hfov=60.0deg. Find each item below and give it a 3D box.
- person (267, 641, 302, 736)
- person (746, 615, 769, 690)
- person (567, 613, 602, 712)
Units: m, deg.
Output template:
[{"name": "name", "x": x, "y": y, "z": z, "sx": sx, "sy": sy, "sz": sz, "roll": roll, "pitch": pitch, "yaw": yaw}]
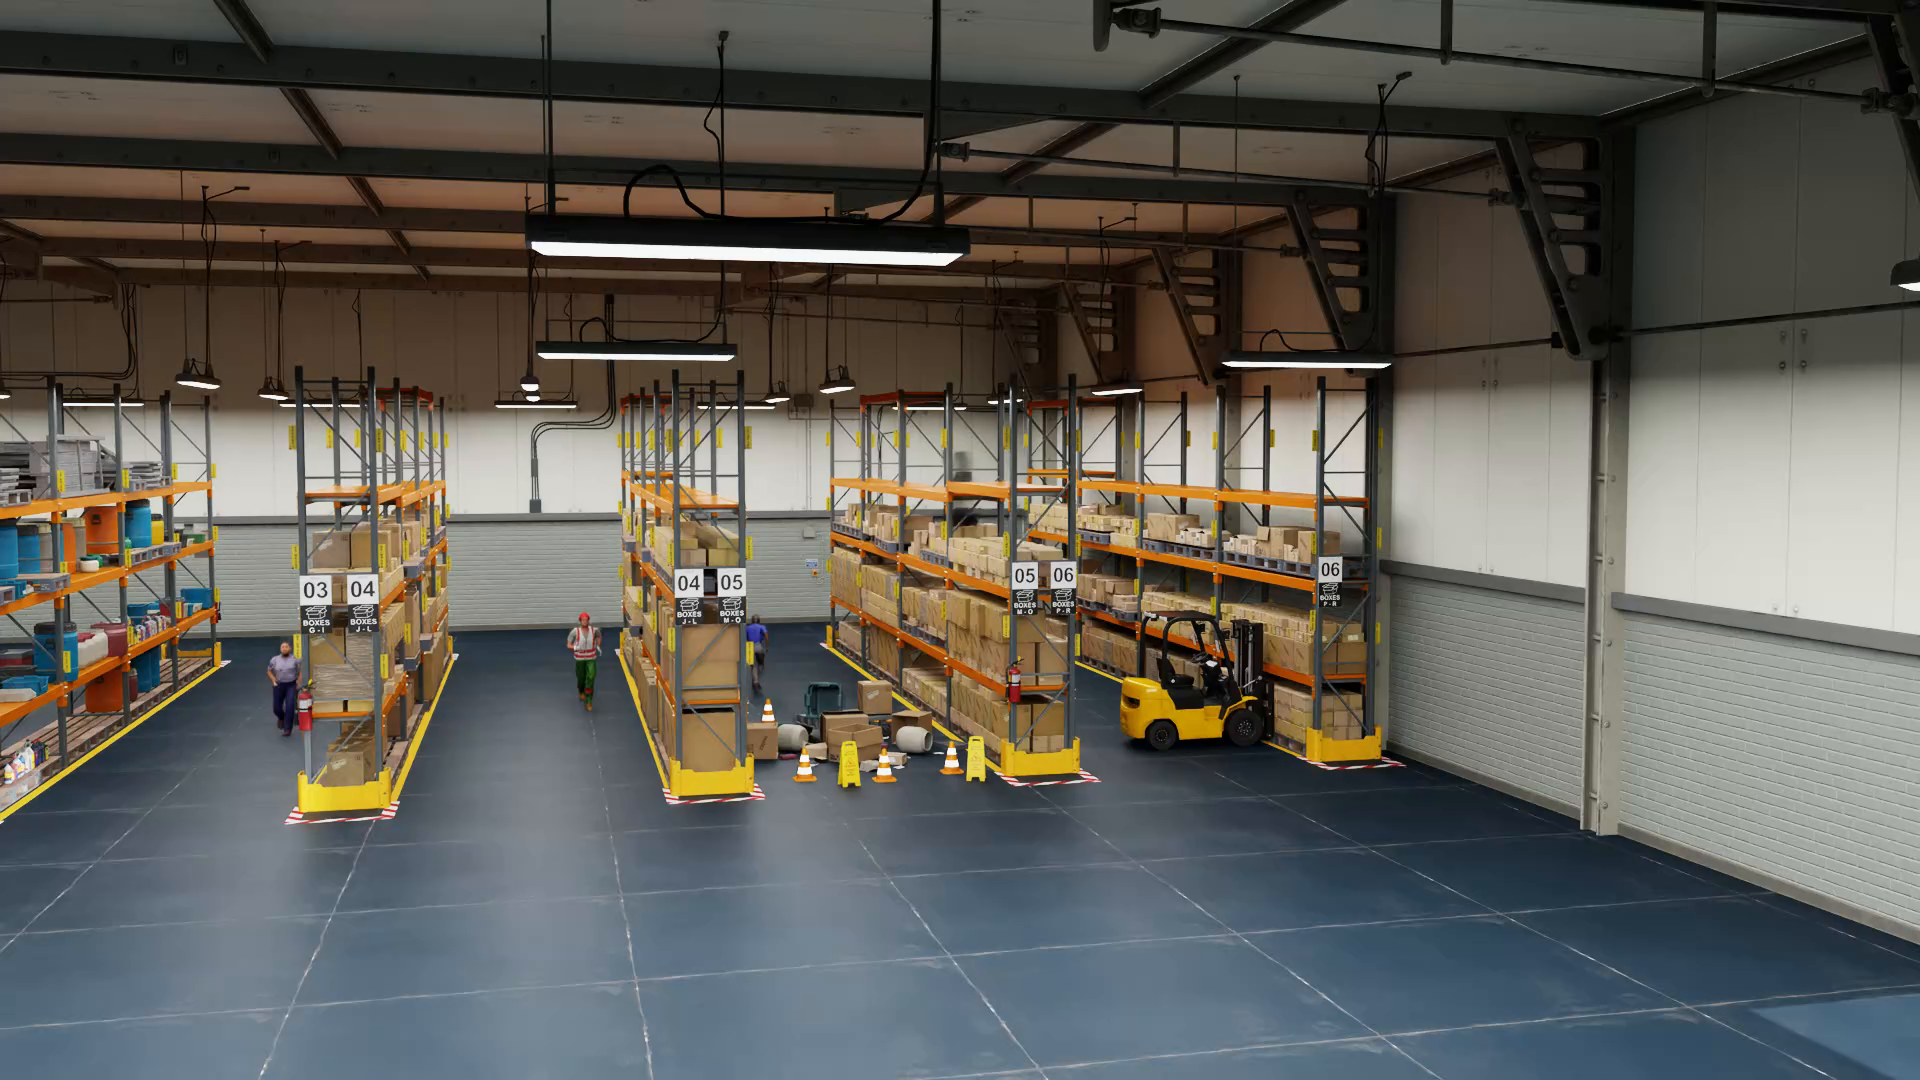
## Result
[{"name": "person", "x": -11.449, "y": 2.516, "z": 28.276, "sx": 0.587, "sy": 1.601, "sz": 0.561, "roll": -1, "pitch": 4, "yaw": -19}, {"name": "person", "x": -4.122, "y": 2.301, "z": 33.355, "sx": 0.577, "sy": 1.489, "sz": 1.027, "roll": 0, "pitch": 3, "yaw": -3}, {"name": "person", "x": -7.010, "y": 2.251, "z": 31.090, "sx": 0.654, "sy": 1.811, "sz": 0.991, "roll": -1, "pitch": 4, "yaw": -17}]
